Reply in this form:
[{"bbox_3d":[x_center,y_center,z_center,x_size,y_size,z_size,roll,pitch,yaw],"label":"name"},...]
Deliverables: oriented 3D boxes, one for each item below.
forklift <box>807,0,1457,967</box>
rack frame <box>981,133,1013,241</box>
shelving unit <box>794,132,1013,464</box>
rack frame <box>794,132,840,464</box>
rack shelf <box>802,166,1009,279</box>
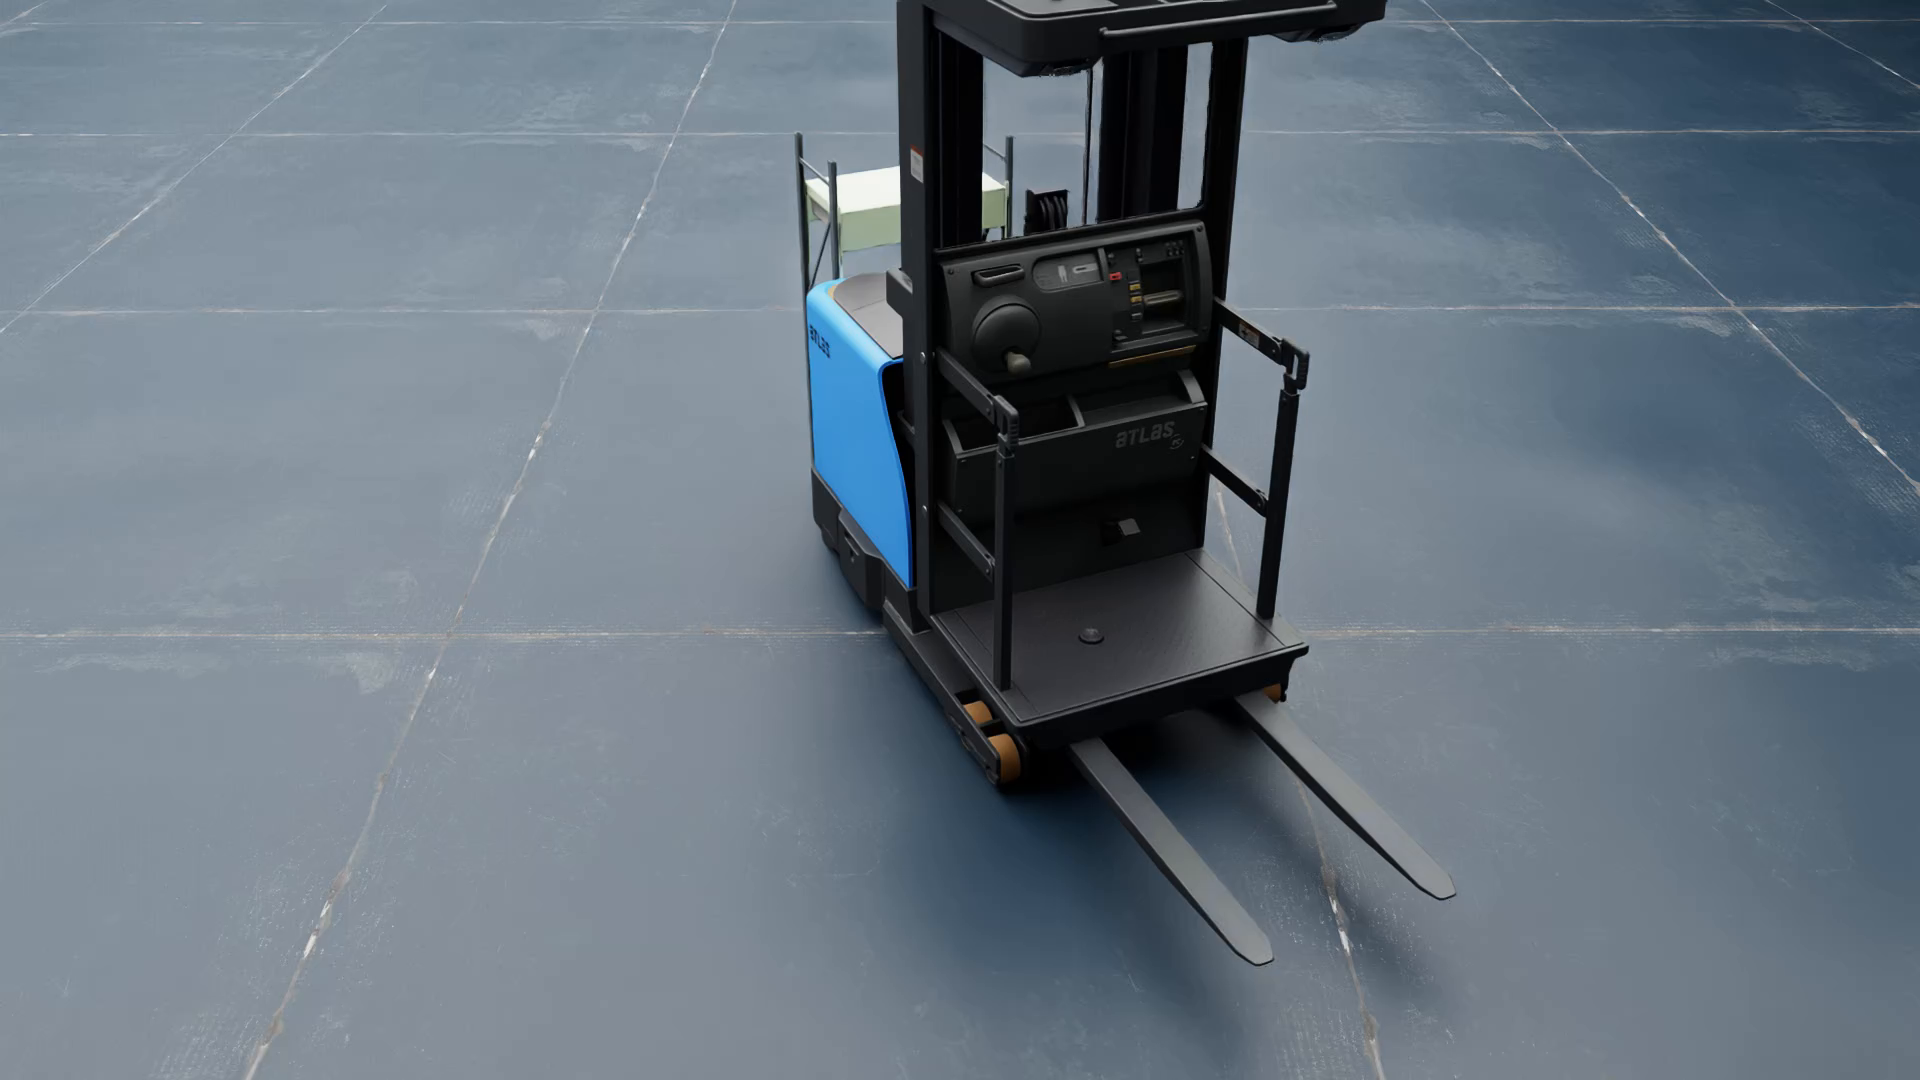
[{"bbox_3d":[0.473,-0.711,5.096,1.130,2.935,3.031,-13,34,-21],"label":"forklift"},{"bbox_3d":[0.111,-1.015,6.977,0.023,1.500,0.400,-14,34,-21],"label":"rack frame"},{"bbox_3d":[-0.221,-0.935,6.845,0.755,1.500,0.431,-14,34,-21],"label":"shelving unit"},{"bbox_3d":[-0.553,-0.855,6.713,0.023,1.500,0.400,-14,34,-21],"label":"rack frame"},{"bbox_3d":[-0.221,-1.269,6.643,0.720,0.370,0.431,-14,34,-21],"label":"rack shelf"}]
